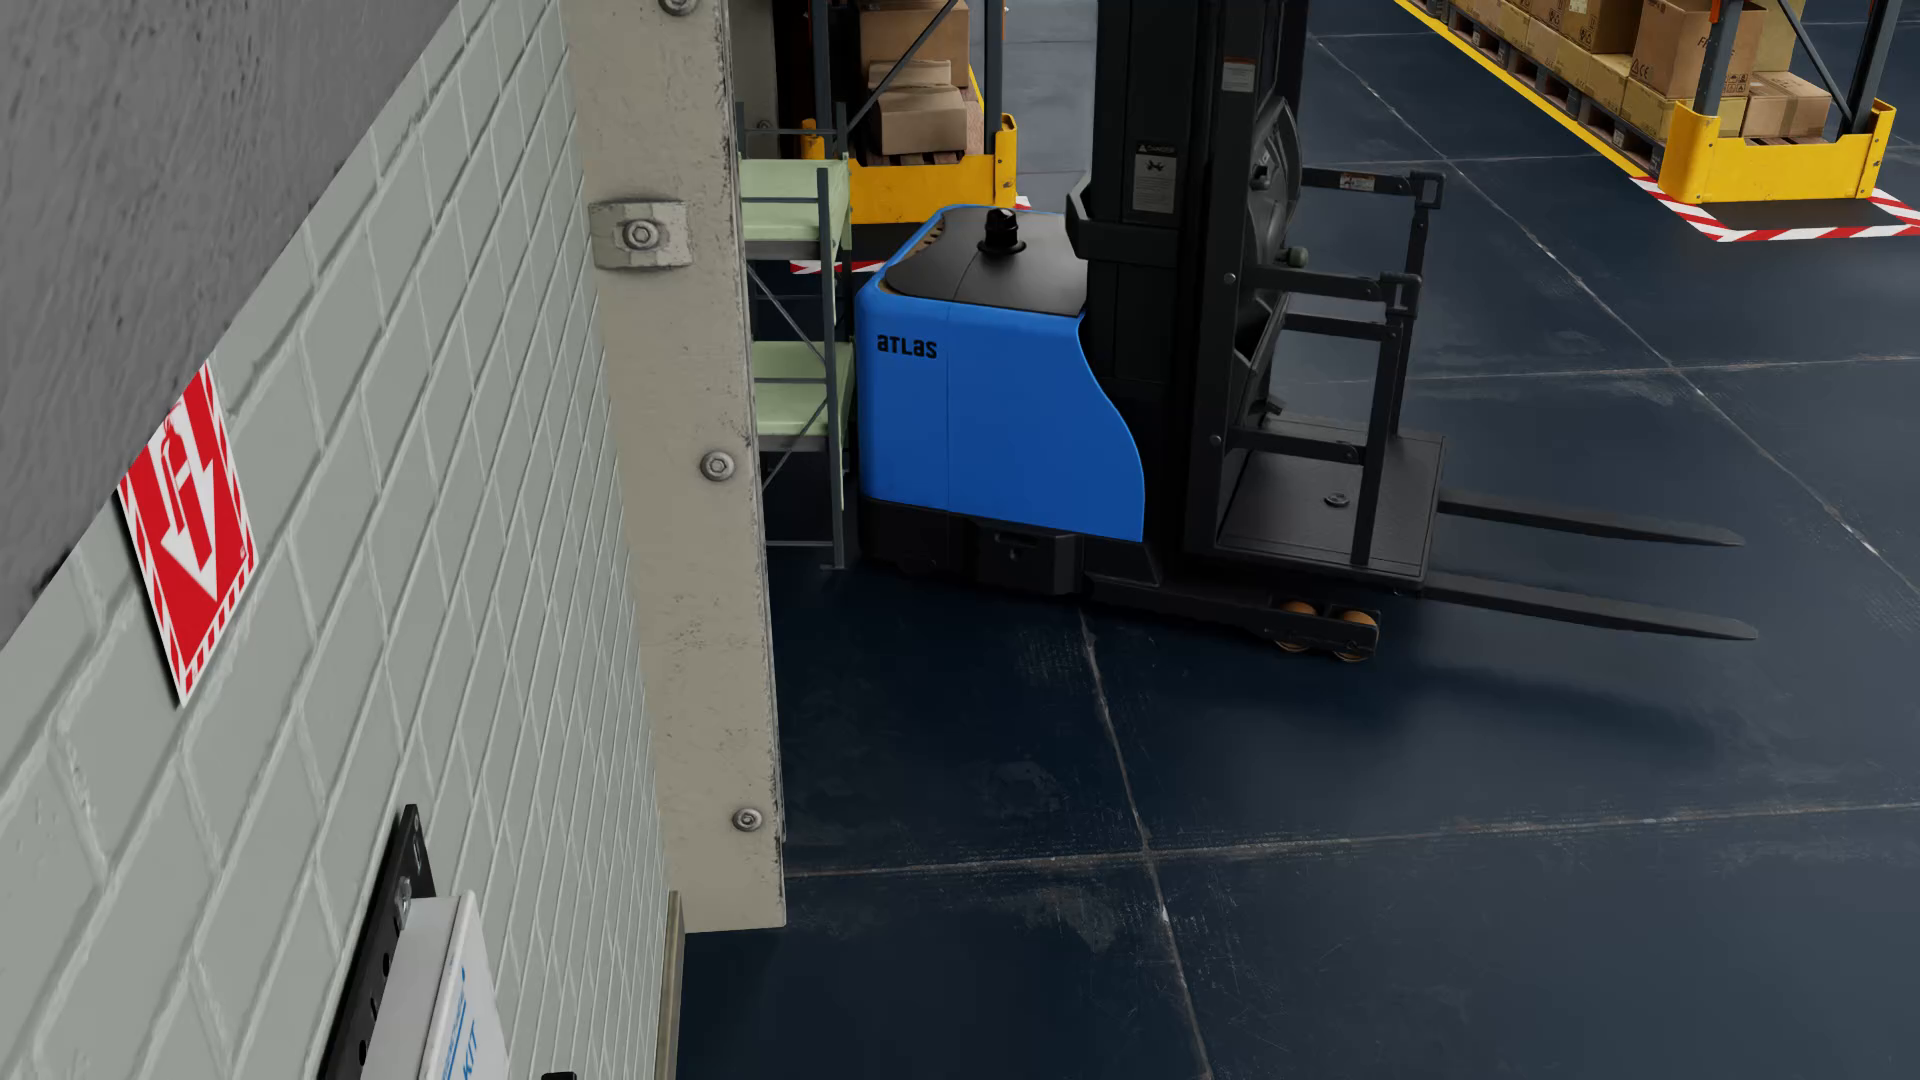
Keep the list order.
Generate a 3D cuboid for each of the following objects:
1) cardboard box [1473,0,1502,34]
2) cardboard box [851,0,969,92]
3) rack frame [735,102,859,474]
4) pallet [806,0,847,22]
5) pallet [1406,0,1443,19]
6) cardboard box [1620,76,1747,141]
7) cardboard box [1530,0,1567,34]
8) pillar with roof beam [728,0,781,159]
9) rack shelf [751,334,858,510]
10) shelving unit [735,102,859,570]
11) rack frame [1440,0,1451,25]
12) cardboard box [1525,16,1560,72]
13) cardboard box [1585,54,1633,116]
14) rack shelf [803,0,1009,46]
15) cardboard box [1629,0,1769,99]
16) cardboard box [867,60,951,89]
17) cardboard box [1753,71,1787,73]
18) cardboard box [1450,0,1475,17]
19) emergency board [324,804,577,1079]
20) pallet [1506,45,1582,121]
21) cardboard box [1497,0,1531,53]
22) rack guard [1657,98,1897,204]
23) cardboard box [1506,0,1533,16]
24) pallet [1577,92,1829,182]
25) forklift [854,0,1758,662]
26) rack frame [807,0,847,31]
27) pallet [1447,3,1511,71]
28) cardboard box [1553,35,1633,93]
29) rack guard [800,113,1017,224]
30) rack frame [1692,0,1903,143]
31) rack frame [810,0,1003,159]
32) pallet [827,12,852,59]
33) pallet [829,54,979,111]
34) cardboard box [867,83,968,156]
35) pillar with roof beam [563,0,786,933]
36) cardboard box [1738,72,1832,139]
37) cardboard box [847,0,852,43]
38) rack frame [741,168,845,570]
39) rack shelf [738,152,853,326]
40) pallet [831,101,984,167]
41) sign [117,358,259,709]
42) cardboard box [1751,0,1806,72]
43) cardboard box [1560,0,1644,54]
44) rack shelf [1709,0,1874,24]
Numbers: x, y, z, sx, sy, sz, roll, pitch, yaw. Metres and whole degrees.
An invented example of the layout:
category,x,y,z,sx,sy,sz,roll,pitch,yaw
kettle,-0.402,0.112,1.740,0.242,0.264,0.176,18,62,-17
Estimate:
category,x,y,z,sx,sy,sz,roll,pitch,yaw
cardboard box,4.064,-3.859,12.057,0.500,0.250,0.500,-3,31,-5
cardboard box,-0.324,-3.225,10.733,0.700,0.500,0.500,-5,31,-8
rack frame,-0.608,-0.918,6.324,0.400,1.500,0.023,1,31,1
pallet,-0.725,-4.327,13.288,1.003,0.211,1.213,-3,31,-5
pallet,4.173,-4.543,13.649,1.003,0.211,1.213,-3,31,-5
cardboard box,4.310,-2.583,9.921,0.500,0.250,0.500,-3,31,-5
cardboard box,4.155,-3.670,11.009,0.500,0.500,0.500,-3,31,-5
pillar with roof beam,3.082,-6.182,7.824,9.100,9.000,0.400,-3,31,-5
rack shelf,-0.616,-0.450,6.177,0.431,0.370,0.720,1,31,1
shelving unit,-0.616,-0.730,6.010,0.431,1.500,0.755,1,31,1
rack frame,4.281,-5.365,12.308,1.000,3.000,0.127,-3,31,-5
cardboard box,4.158,-3.348,11.202,0.500,0.250,0.500,-3,31,-5
cardboard box,4.252,-2.837,10.347,0.500,0.250,0.500,-3,31,-5
rack shelf,-0.464,-3.796,10.382,1.077,0.370,4.000,-3,31,-5
cardboard box,4.308,-2.905,9.728,0.500,0.500,0.500,-3,31,-5
cardboard box,-0.305,-2.767,10.151,0.500,0.311,0.500,0,31,0
cardboard box,4.776,-2.863,10.389,0.500,0.250,0.500,-3,31,-5
cardboard box,4.022,-4.114,12.484,0.500,0.250,0.500,-3,31,-5
emergency board,-0.450,0.927,1.773,0.194,1.169,0.643,-3,31,-5
pallet,4.431,-3.136,11.294,1.003,0.211,1.213,-3,31,-5
cardboard box,4.106,-3.603,11.629,0.500,0.250,0.500,-3,31,-5
rack guard,4.657,-2.238,9.509,1.175,0.500,0.348,-3,31,-5
cardboard box,4.106,-3.925,11.436,0.500,0.500,0.500,-3,31,-5
pallet,4.541,-2.515,10.254,1.003,0.211,1.213,-3,31,-5
forklift,1.204,-1.158,5.330,3.031,2.935,1.130,10,32,15
rack frame,-0.651,-5.126,11.907,1.000,3.000,0.127,-3,31,-5
pallet,4.313,-3.760,12.340,1.003,0.211,1.213,-3,31,-5
cardboard box,4.203,-3.093,10.774,0.500,0.250,0.500,-3,31,-5
rack guard,-0.284,-2.050,9.194,1.175,0.500,0.348,-3,31,-5
rack frame,4.655,-3.323,8.889,1.000,3.000,0.127,-3,31,-5
rack frame,-0.277,-3.084,8.488,1.000,3.000,0.127,-3,31,-5
pallet,-0.553,-3.588,12.051,1.003,0.211,1.213,-3,31,-5
pallet,-0.436,-2.964,11.006,1.003,0.211,1.213,-3,31,-5
cardboard box,-0.252,-2.476,9.663,0.500,0.311,0.500,-6,31,-10
pillar with roof beam,3.643,-3.118,2.695,9.100,9.000,0.400,-3,31,-5
cardboard box,4.826,-2.608,9.962,0.500,0.250,0.500,-3,31,-5
cardboard box,-0.514,-3.714,11.551,0.500,0.500,0.500,-5,31,-8
rack frame,-0.623,-0.542,5.696,0.400,1.500,0.023,1,31,1
rack shelf,-0.616,-1.065,5.810,0.431,0.370,0.720,1,31,1
pallet,-0.325,-2.342,9.965,1.003,0.211,1.213,-3,31,-5
sign,-0.549,-0.059,1.164,0.001,0.298,0.199,-3,31,-5
cardboard box,4.777,-3.185,10.197,0.500,0.500,0.500,-3,31,-5
cardboard box,4.200,-3.414,10.582,0.500,0.500,0.500,-3,31,-5
rack shelf,4.468,-4.036,10.783,1.077,0.370,4.000,-3,31,-5
